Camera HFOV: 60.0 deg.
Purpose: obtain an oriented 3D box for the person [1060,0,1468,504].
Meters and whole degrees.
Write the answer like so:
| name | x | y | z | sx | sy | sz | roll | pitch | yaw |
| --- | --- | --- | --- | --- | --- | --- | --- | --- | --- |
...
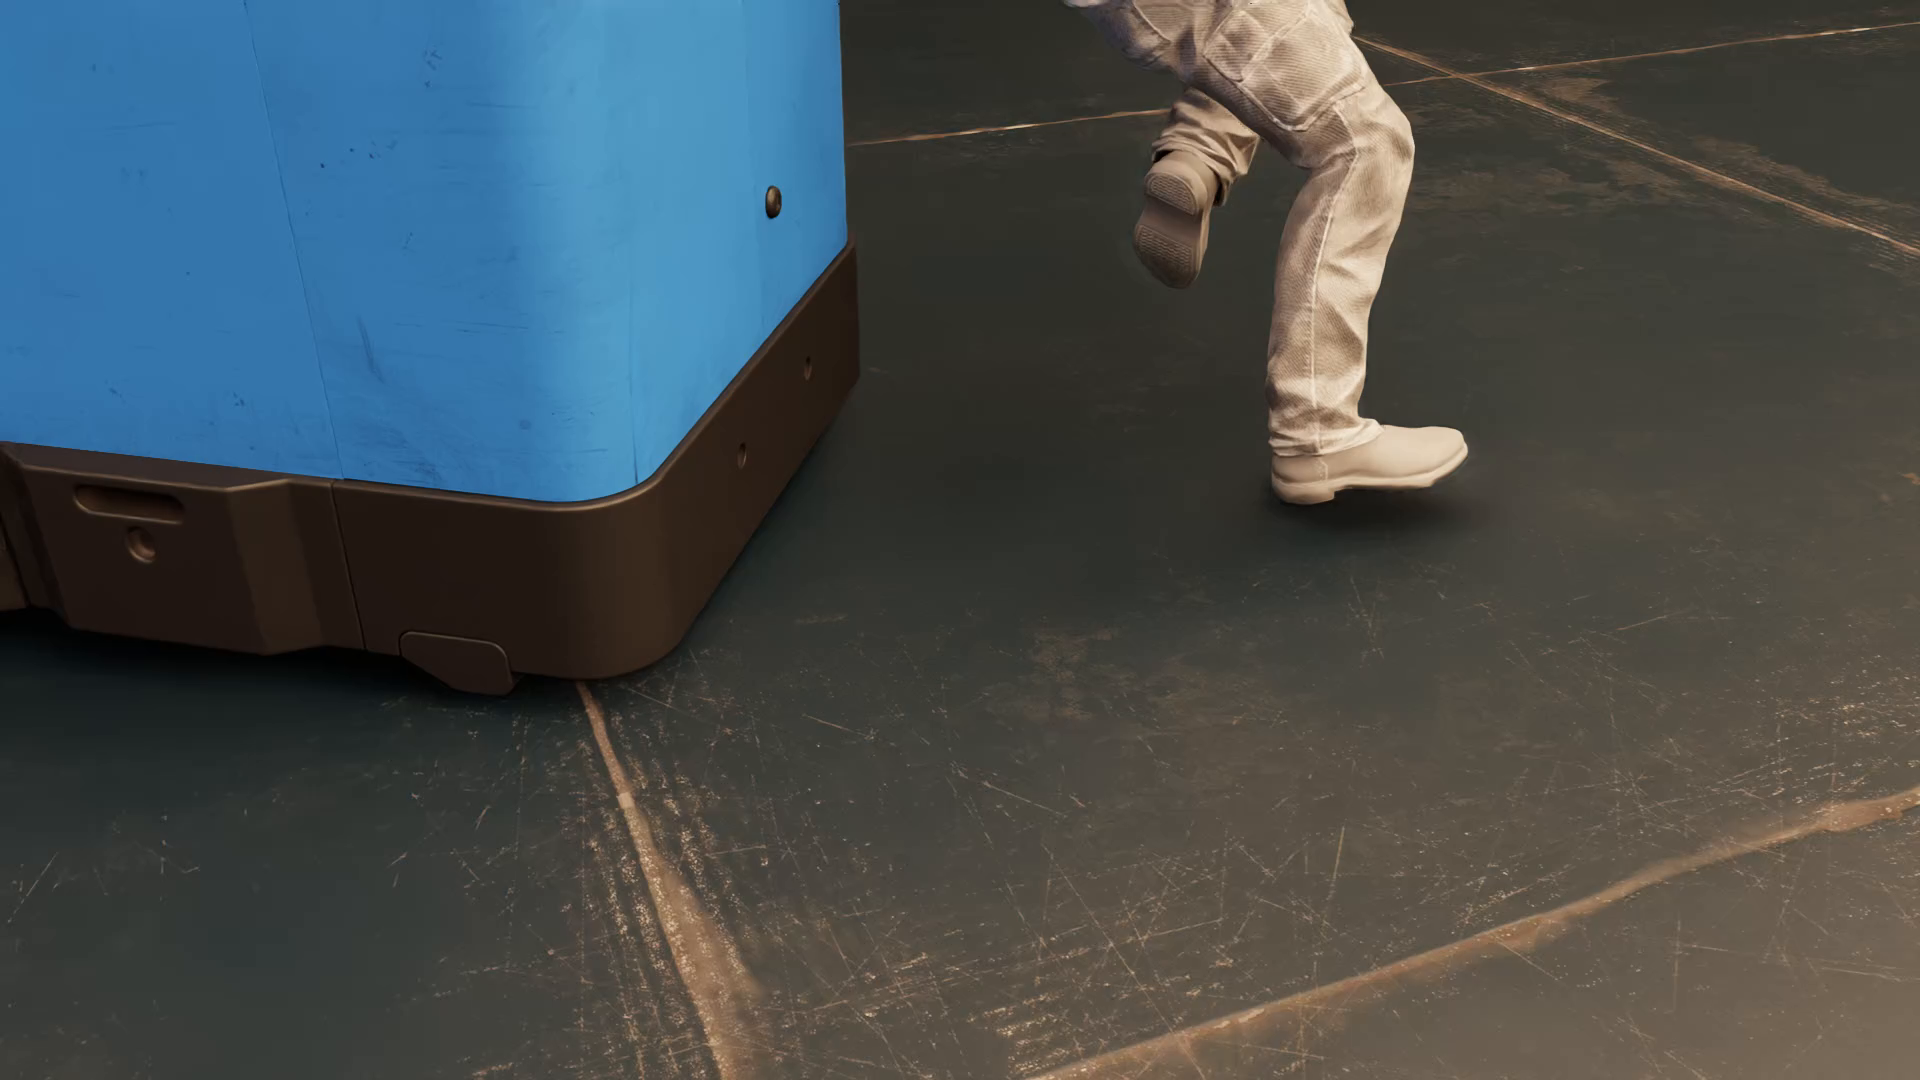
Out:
| name | x | y | z | sx | sy | sz | roll | pitch | yaw |
| --- | --- | --- | --- | --- | --- | --- | --- | --- | --- |
| person | 0.526 | -0.931 | 2.483 | 0.826 | 1.570 | 0.850 | -3 | 30 | -5 |

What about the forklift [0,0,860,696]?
| name | x | y | z | sx | sy | sz | roll | pitch | yaw |
| --- | --- | --- | --- | --- | --- | --- | --- | --- | --- |
| forklift | -1.743 | -1.447 | 2.078 | 3.031 | 2.935 | 1.130 | 6 | 30 | 11 |
